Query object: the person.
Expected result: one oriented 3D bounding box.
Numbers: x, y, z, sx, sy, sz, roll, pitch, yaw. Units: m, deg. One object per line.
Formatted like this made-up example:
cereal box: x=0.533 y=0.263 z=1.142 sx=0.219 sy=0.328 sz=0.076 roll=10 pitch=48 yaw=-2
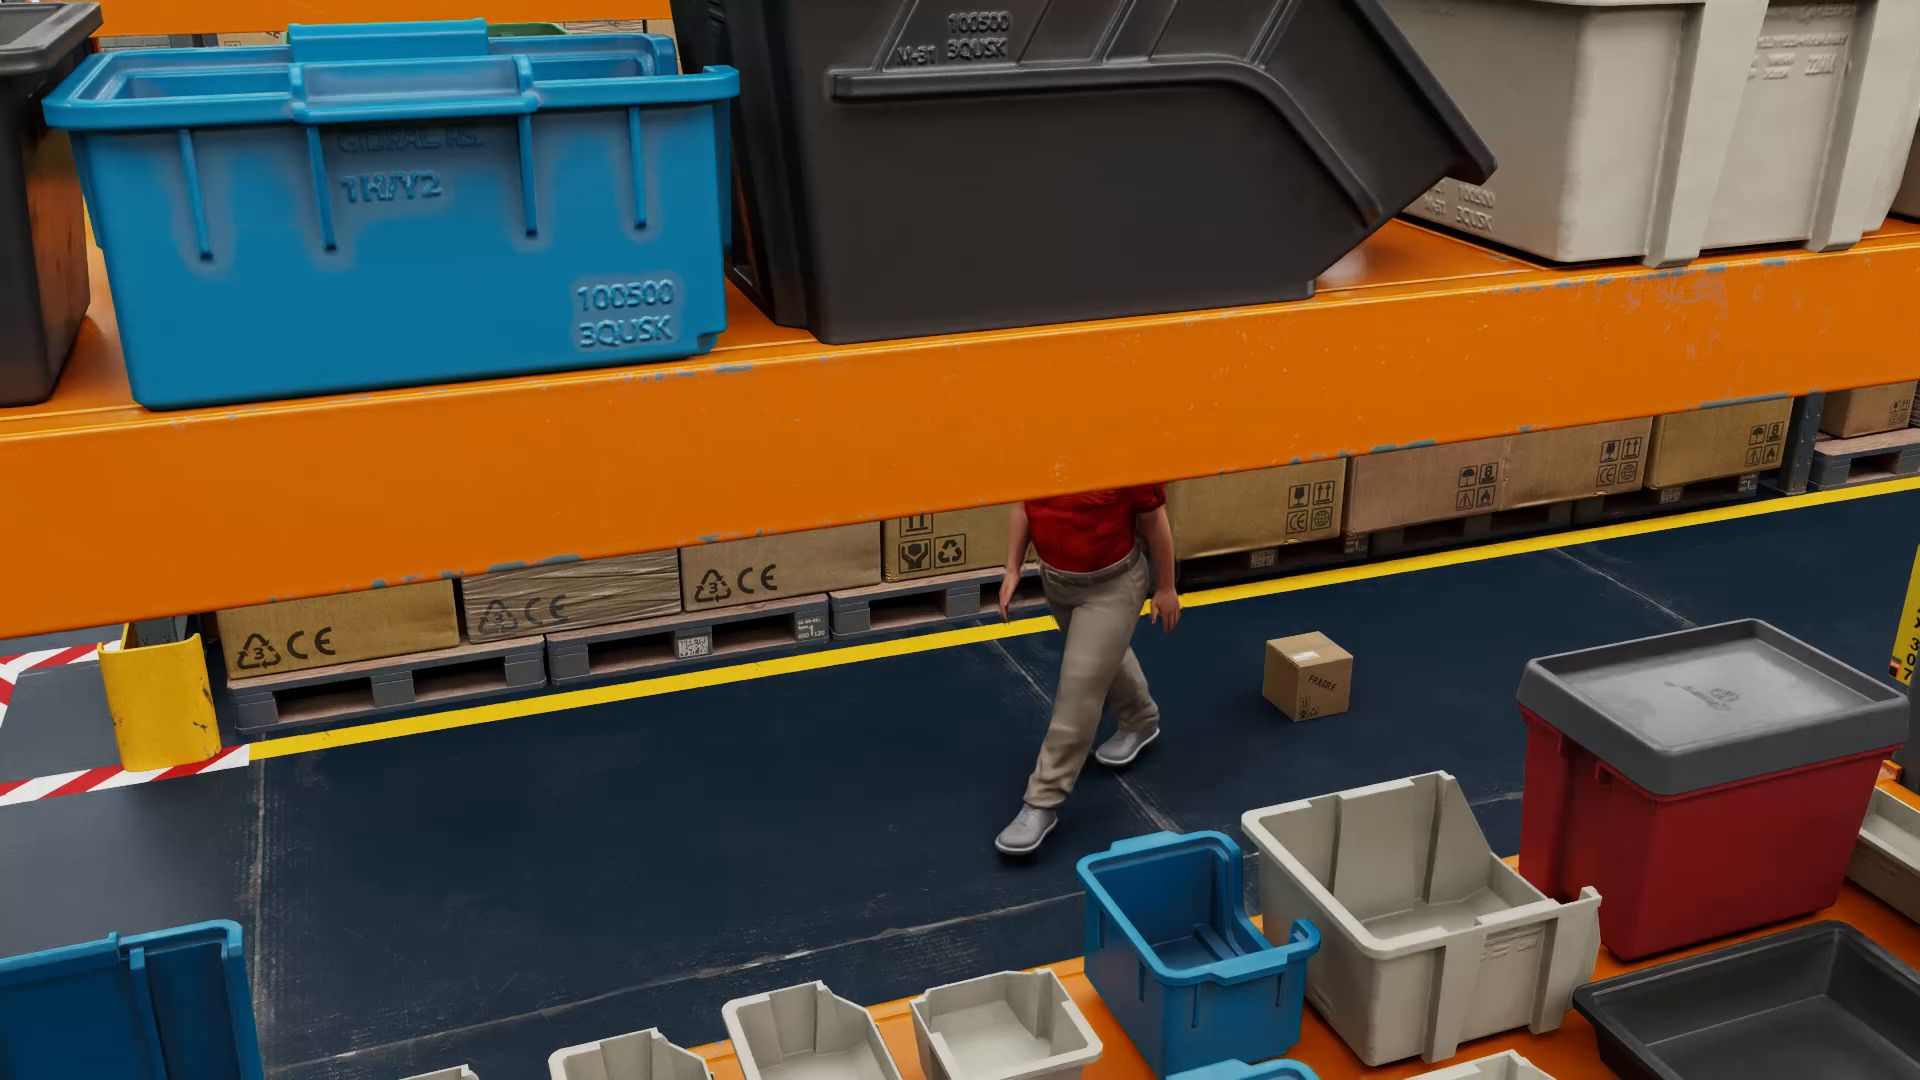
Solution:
person: x=0.399 y=0.144 z=5.754 sx=1.041 sy=1.653 sz=0.570 roll=-20 pitch=30 yaw=-40
